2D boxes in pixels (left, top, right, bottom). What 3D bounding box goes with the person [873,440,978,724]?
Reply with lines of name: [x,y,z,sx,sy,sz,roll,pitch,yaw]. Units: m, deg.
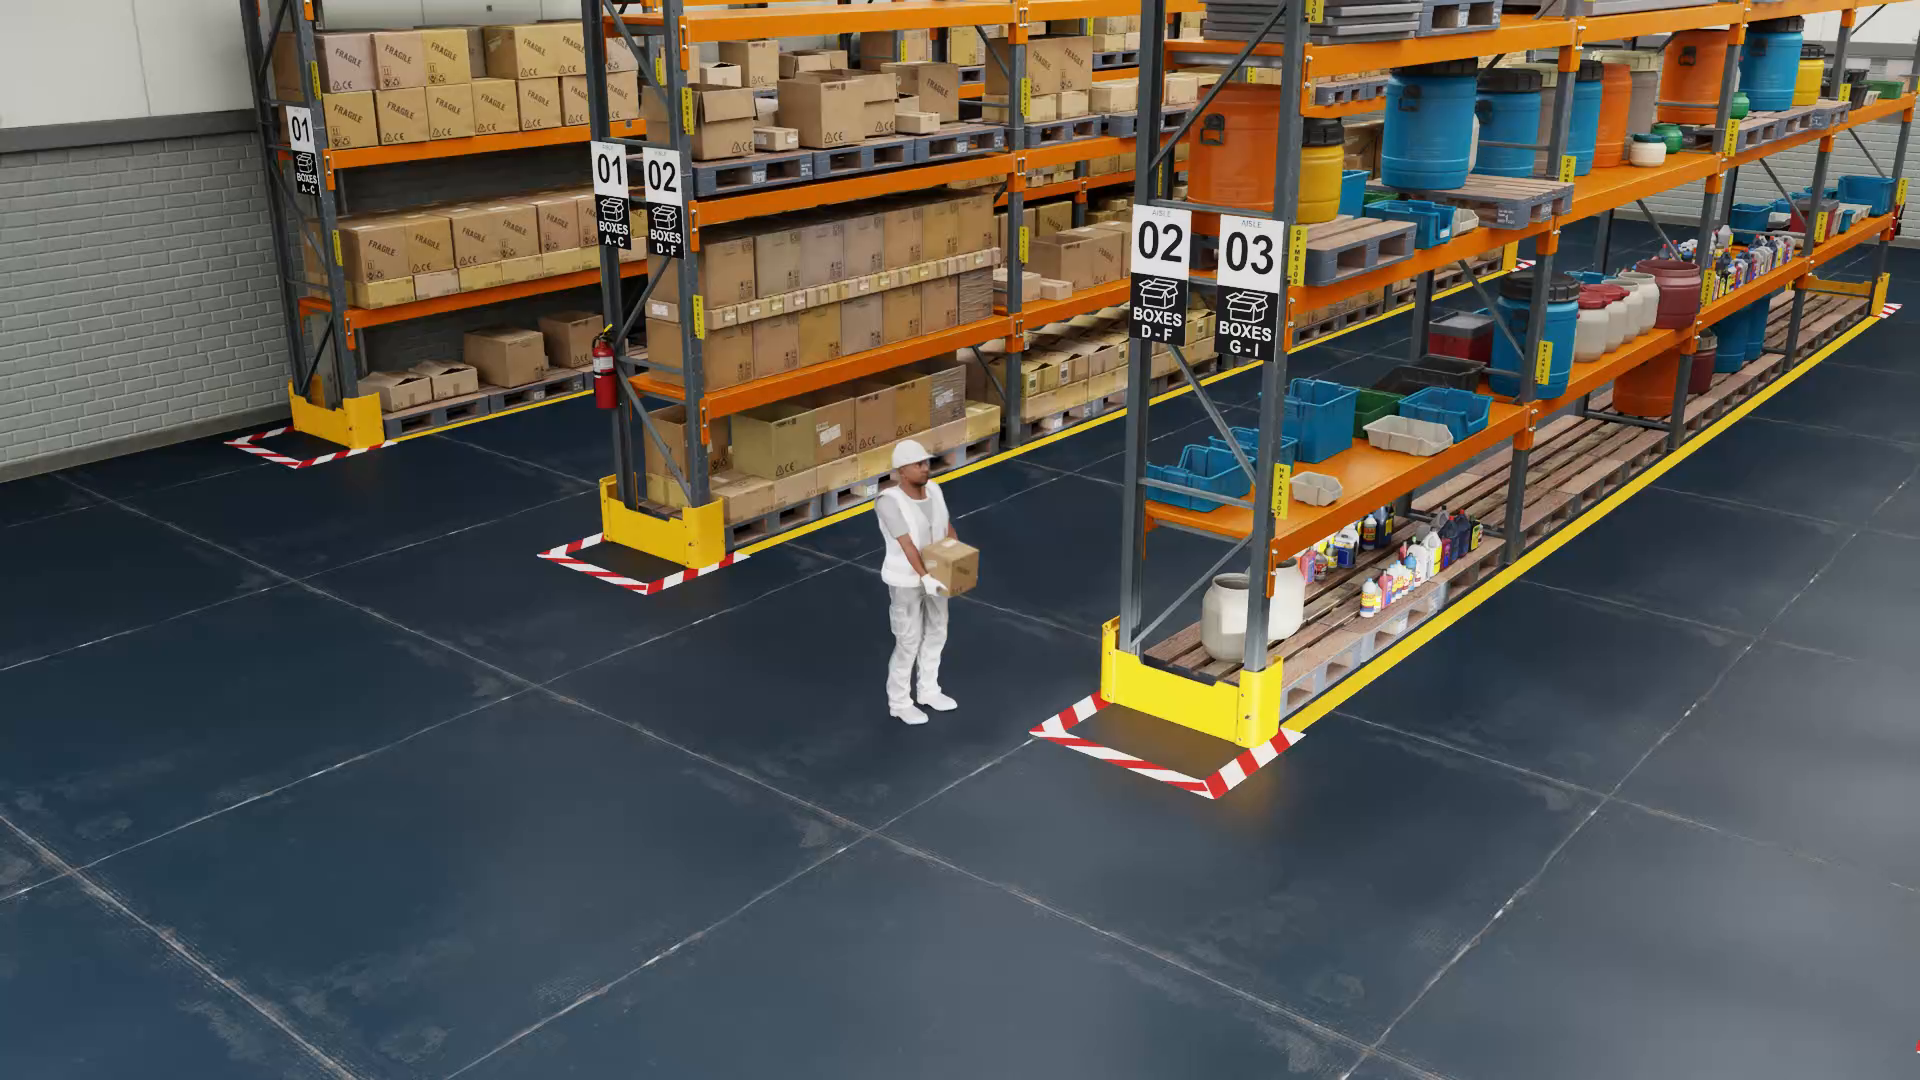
person: [-0.191,0.271,10.308,0.584,1.778,0.487,17,26,39]
